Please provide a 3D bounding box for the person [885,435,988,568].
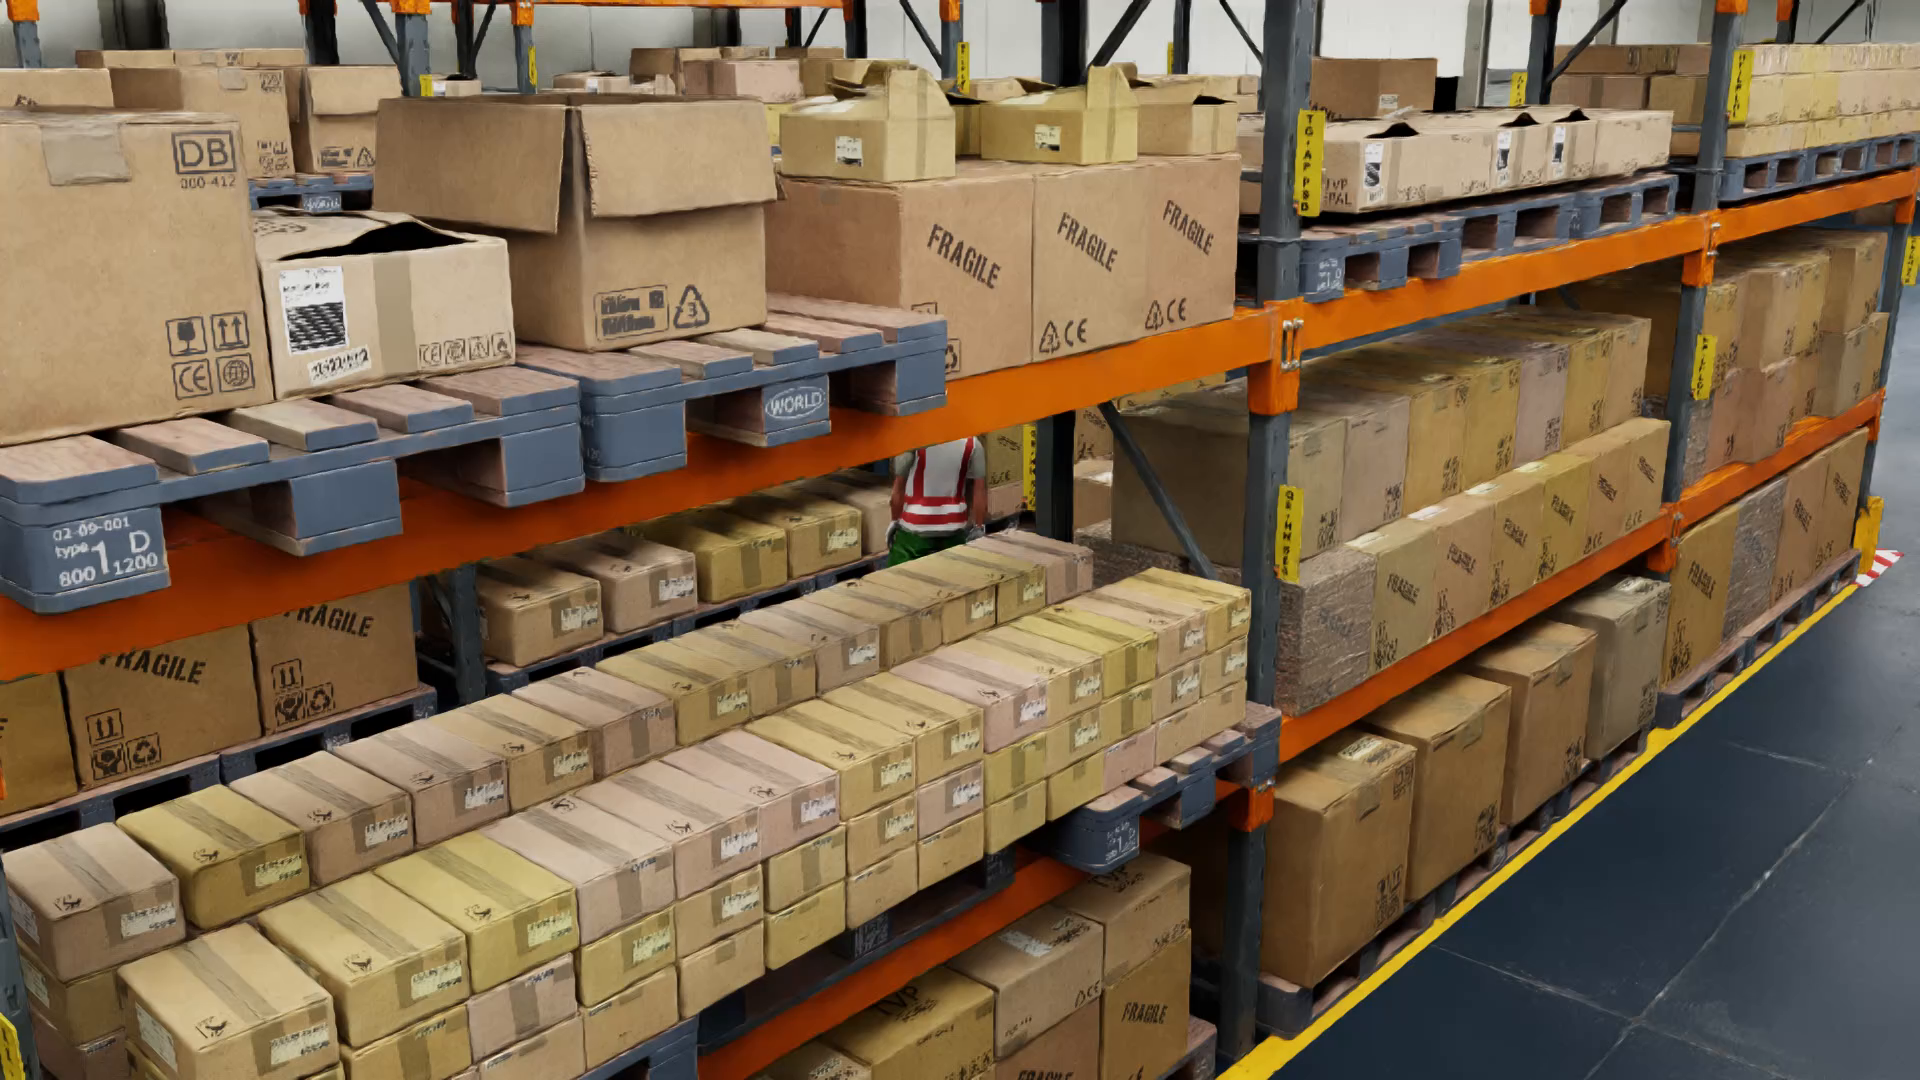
[{"bbox_3d":[-0.091,-0.060,9.649,0.650,1.783,0.655,-6,18,-20],"label":"person"}]
